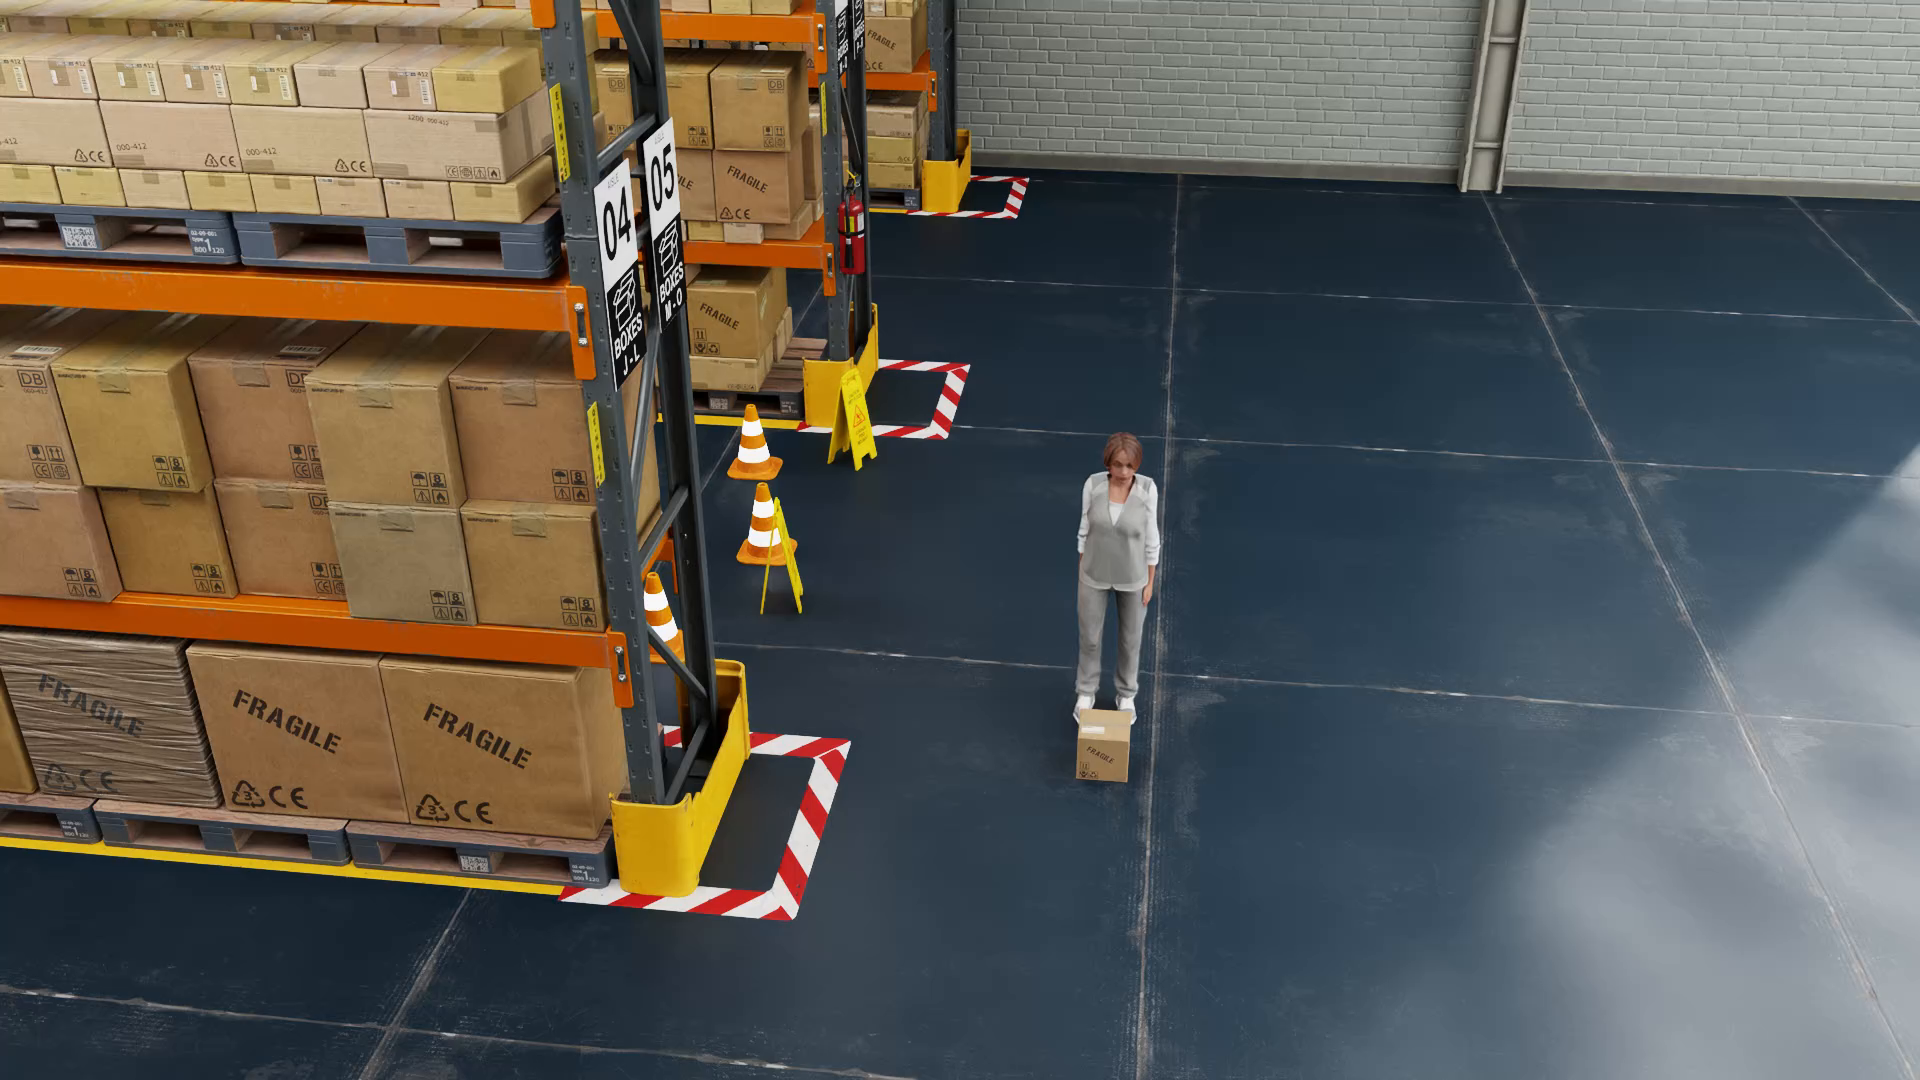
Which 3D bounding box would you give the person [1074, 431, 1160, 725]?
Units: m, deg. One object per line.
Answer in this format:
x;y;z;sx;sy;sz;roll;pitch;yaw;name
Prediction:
0.781;0.199;8.277;0.406;1.596;0.310;4;29;7;person
